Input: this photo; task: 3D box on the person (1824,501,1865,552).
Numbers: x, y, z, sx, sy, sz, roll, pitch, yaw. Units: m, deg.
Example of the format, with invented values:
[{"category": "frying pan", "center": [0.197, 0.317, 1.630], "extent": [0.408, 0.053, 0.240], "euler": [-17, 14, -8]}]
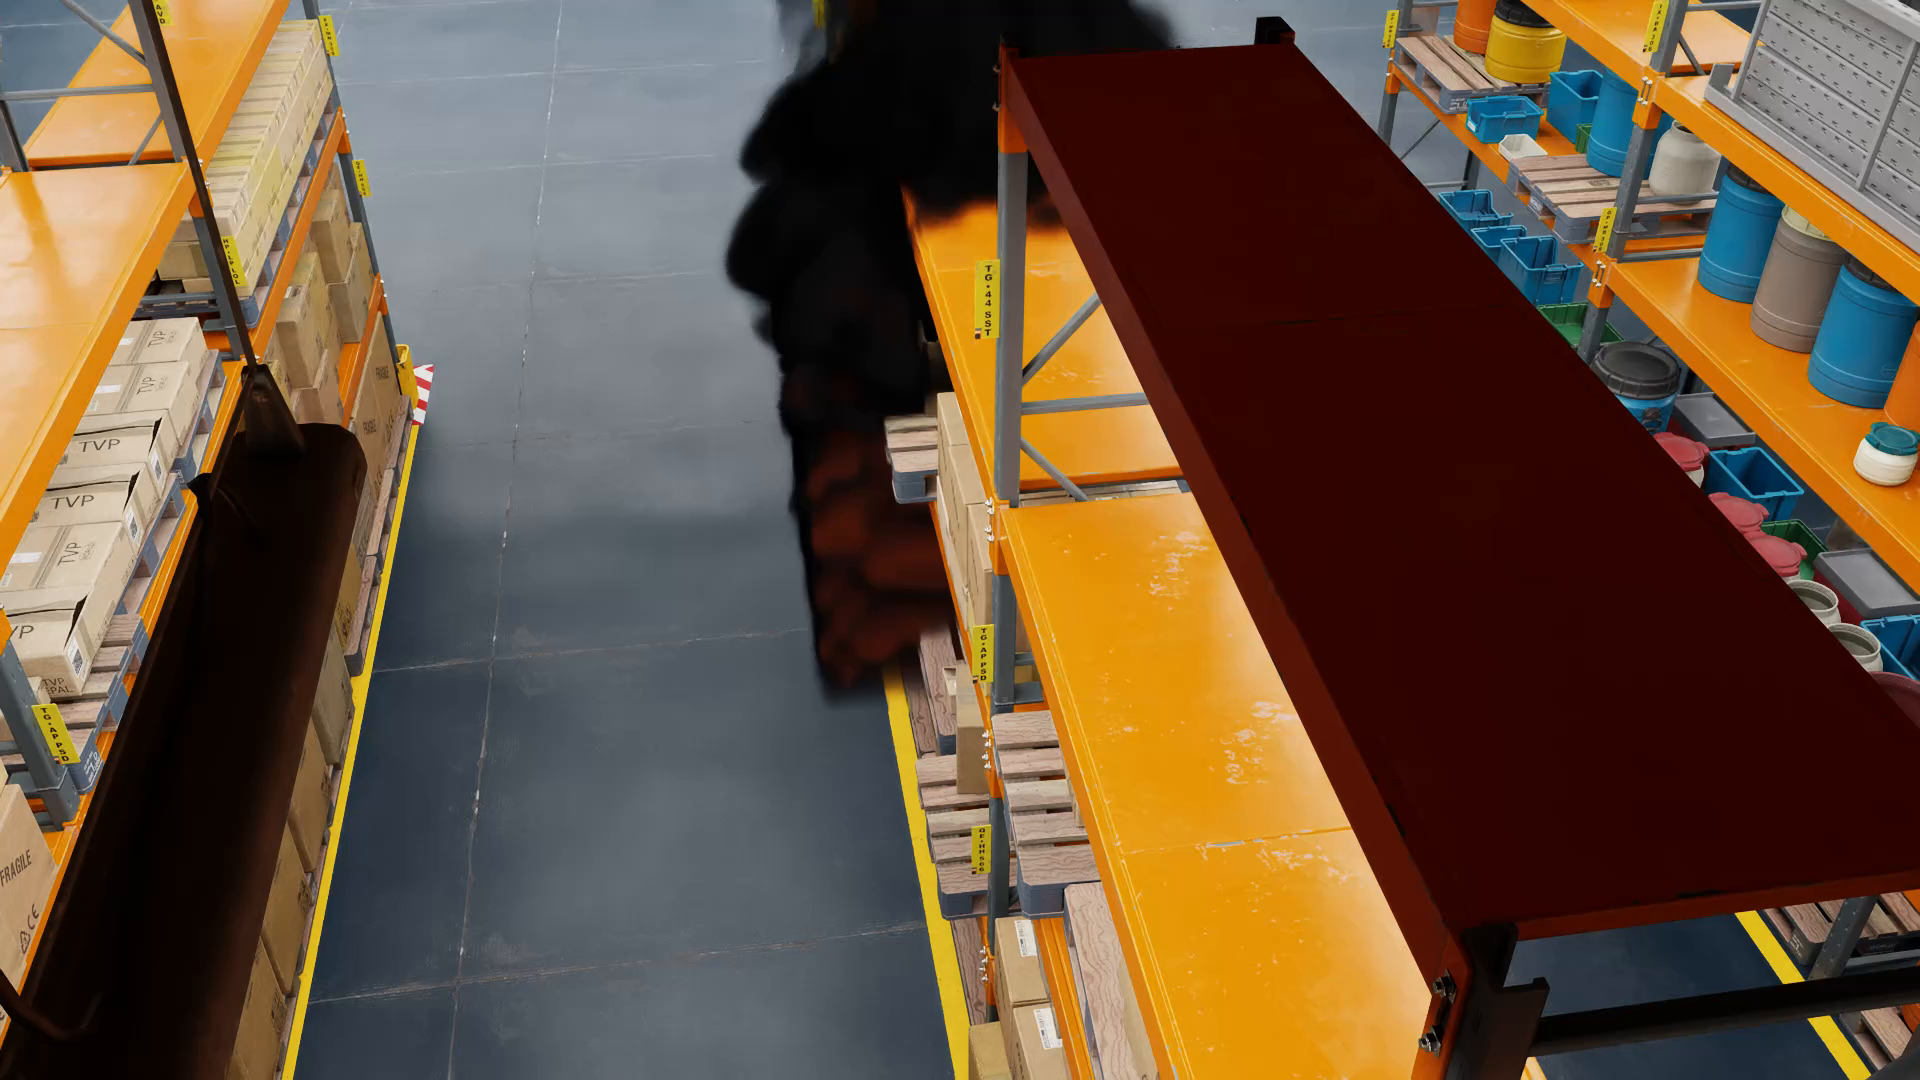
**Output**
[{"category": "person", "center": [6.396, -0.126, 11.755], "extent": [0.549, 1.636, 0.506], "euler": [-9, 37, -13]}]
